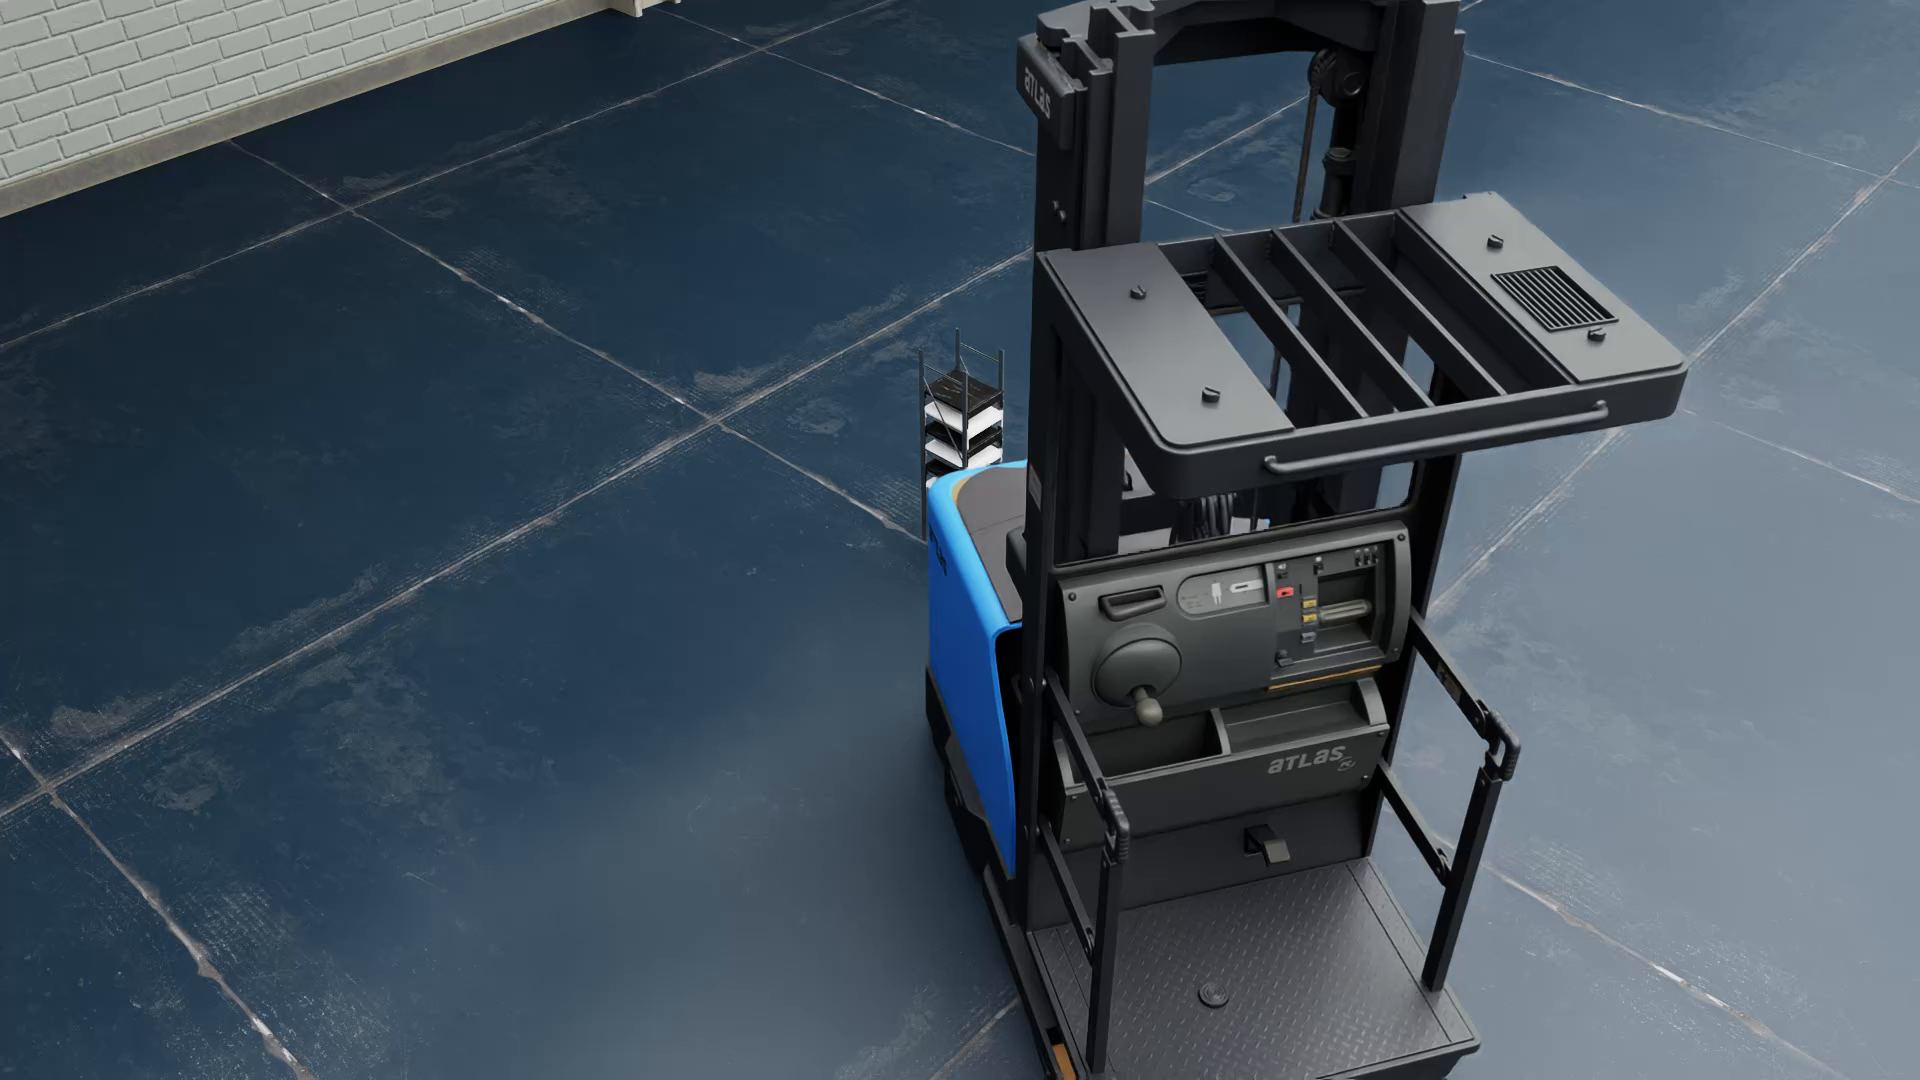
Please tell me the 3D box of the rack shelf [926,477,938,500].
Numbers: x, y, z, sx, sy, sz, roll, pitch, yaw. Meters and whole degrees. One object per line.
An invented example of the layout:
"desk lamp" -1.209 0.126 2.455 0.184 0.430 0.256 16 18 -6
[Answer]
"rack shelf" 0.005 -0.189 6.607 0.258 0.077 0.200 30 47 32

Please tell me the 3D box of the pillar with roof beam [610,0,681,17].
"pillar with roof beam" 1.025 -5.377 6.282 9.100 9.000 0.400 30 47 32

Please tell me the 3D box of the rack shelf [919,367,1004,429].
"rack shelf" 0.006 -0.541 6.327 0.258 0.077 0.200 30 47 32

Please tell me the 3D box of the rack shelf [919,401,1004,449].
"rack shelf" 0.005 -0.471 6.383 0.258 0.077 0.200 30 47 32

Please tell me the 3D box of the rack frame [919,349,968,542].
"rack frame" -0.063 -0.309 6.416 0.240 0.900 0.006 30 47 32

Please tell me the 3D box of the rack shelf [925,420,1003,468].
"rack shelf" 0.005 -0.400 6.439 0.258 0.077 0.200 30 47 32

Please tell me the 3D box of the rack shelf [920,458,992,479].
"rack shelf" 0.005 -0.259 6.551 0.258 0.077 0.200 30 47 32

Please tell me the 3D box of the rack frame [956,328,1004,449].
"rack frame" 0.074 -0.403 6.533 0.240 0.900 0.006 30 47 32

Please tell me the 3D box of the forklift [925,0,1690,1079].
"forklift" 0.763 0.289 4.031 1.130 2.935 3.031 -10 40 -12

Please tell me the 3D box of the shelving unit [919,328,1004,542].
"shelving unit" 0.005 -0.356 6.475 0.258 0.900 0.210 30 47 32

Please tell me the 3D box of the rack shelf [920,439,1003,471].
"rack shelf" 0.005 -0.330 6.495 0.258 0.077 0.200 30 47 32
